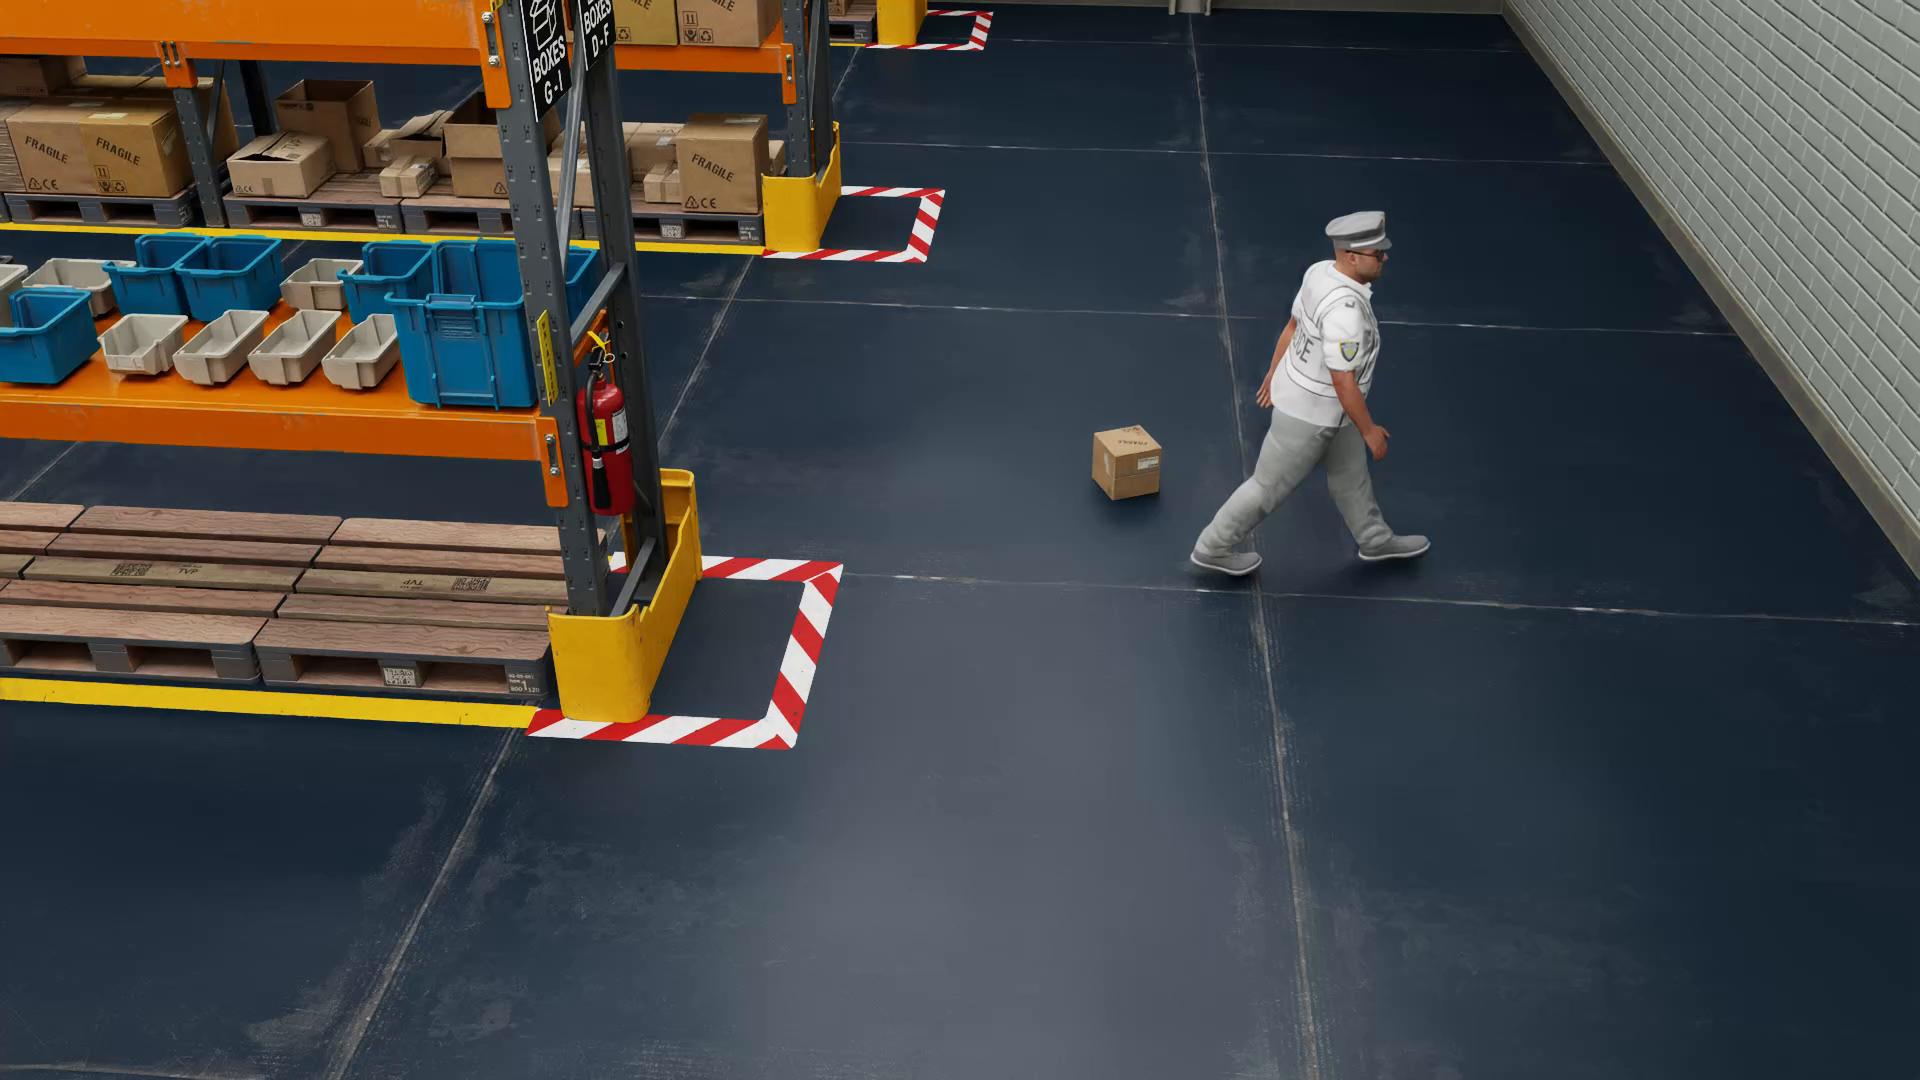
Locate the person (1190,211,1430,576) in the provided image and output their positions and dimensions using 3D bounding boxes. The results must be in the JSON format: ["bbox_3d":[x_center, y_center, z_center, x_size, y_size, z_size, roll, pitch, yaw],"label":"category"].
[{"bbox_3d":[1.577,-0.588,7.056,1.072,1.696,0.576,5,32,8],"label":"person"}]
